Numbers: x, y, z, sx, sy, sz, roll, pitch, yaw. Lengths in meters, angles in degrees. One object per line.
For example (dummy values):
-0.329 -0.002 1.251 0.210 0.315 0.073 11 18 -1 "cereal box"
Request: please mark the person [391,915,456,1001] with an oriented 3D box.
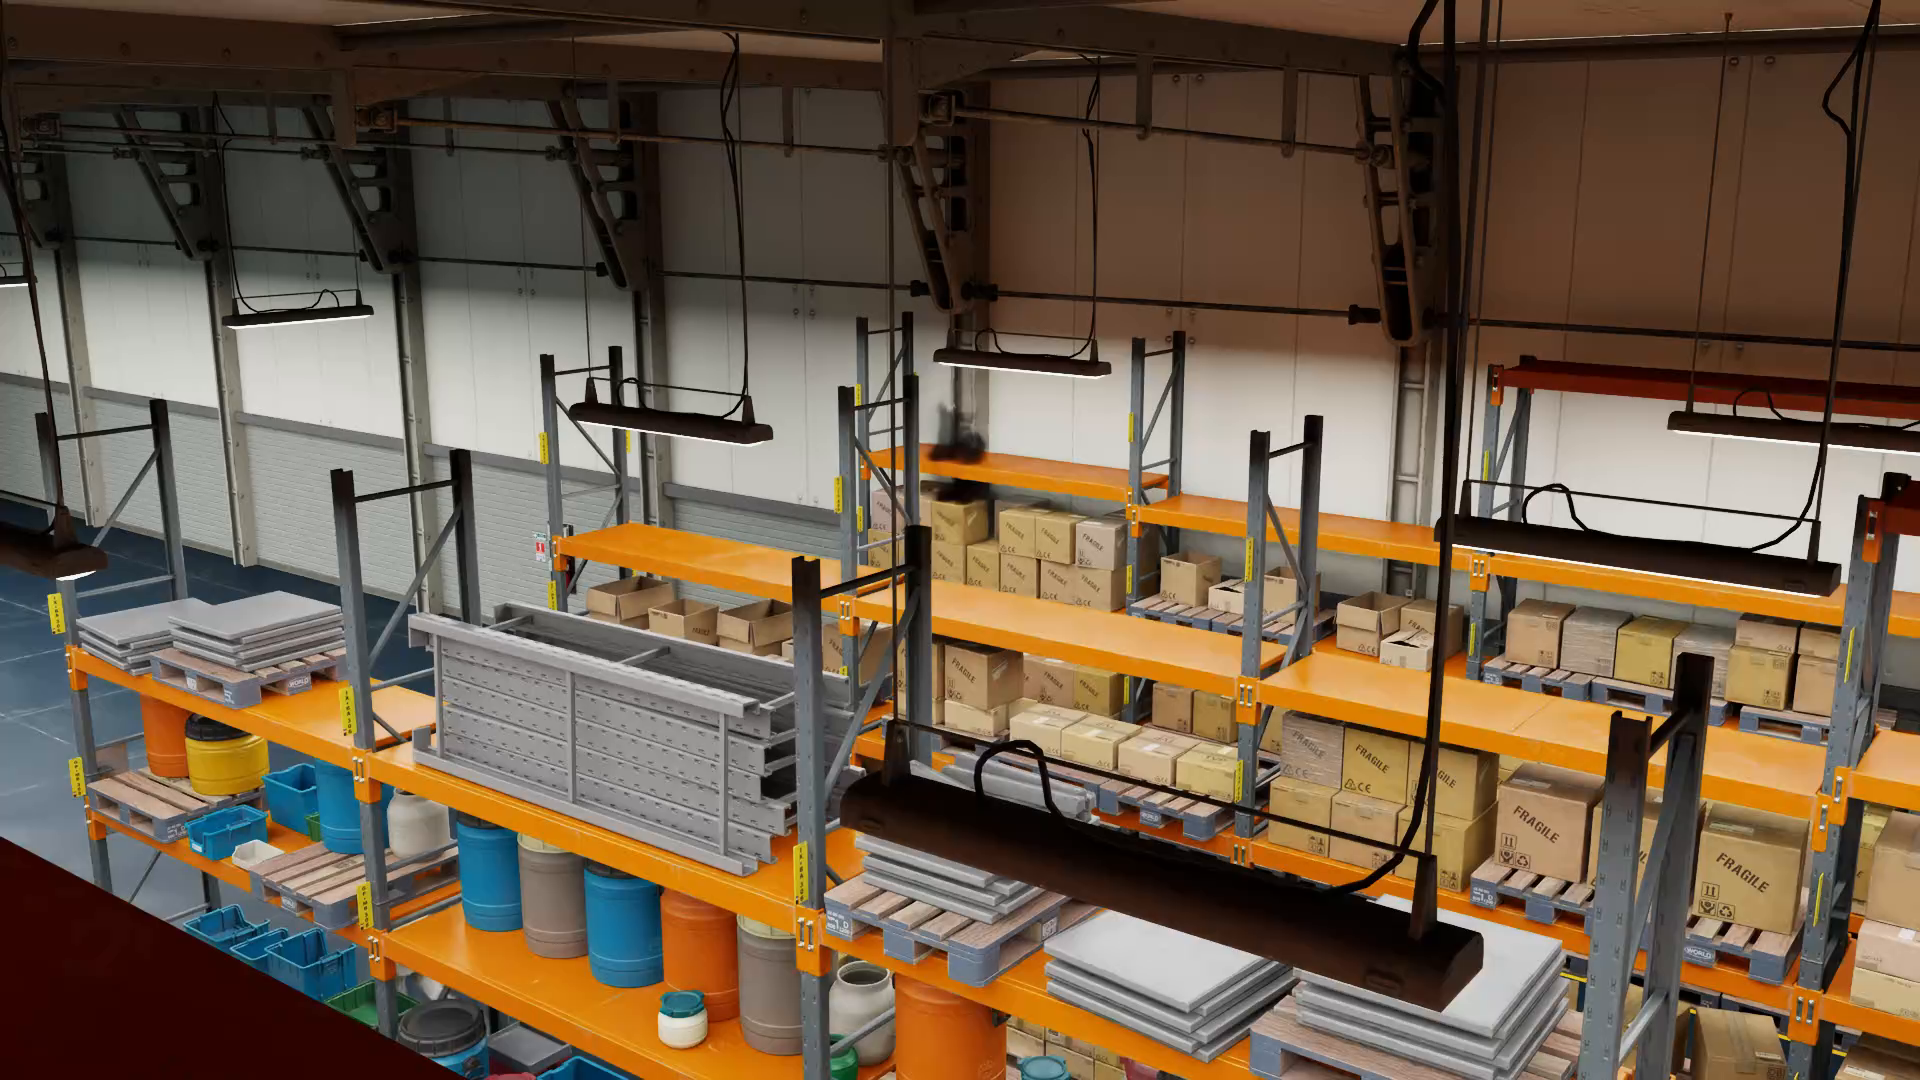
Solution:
-5.015 3.724 15.259 1.042 1.778 0.715 8 15 30 "person"
